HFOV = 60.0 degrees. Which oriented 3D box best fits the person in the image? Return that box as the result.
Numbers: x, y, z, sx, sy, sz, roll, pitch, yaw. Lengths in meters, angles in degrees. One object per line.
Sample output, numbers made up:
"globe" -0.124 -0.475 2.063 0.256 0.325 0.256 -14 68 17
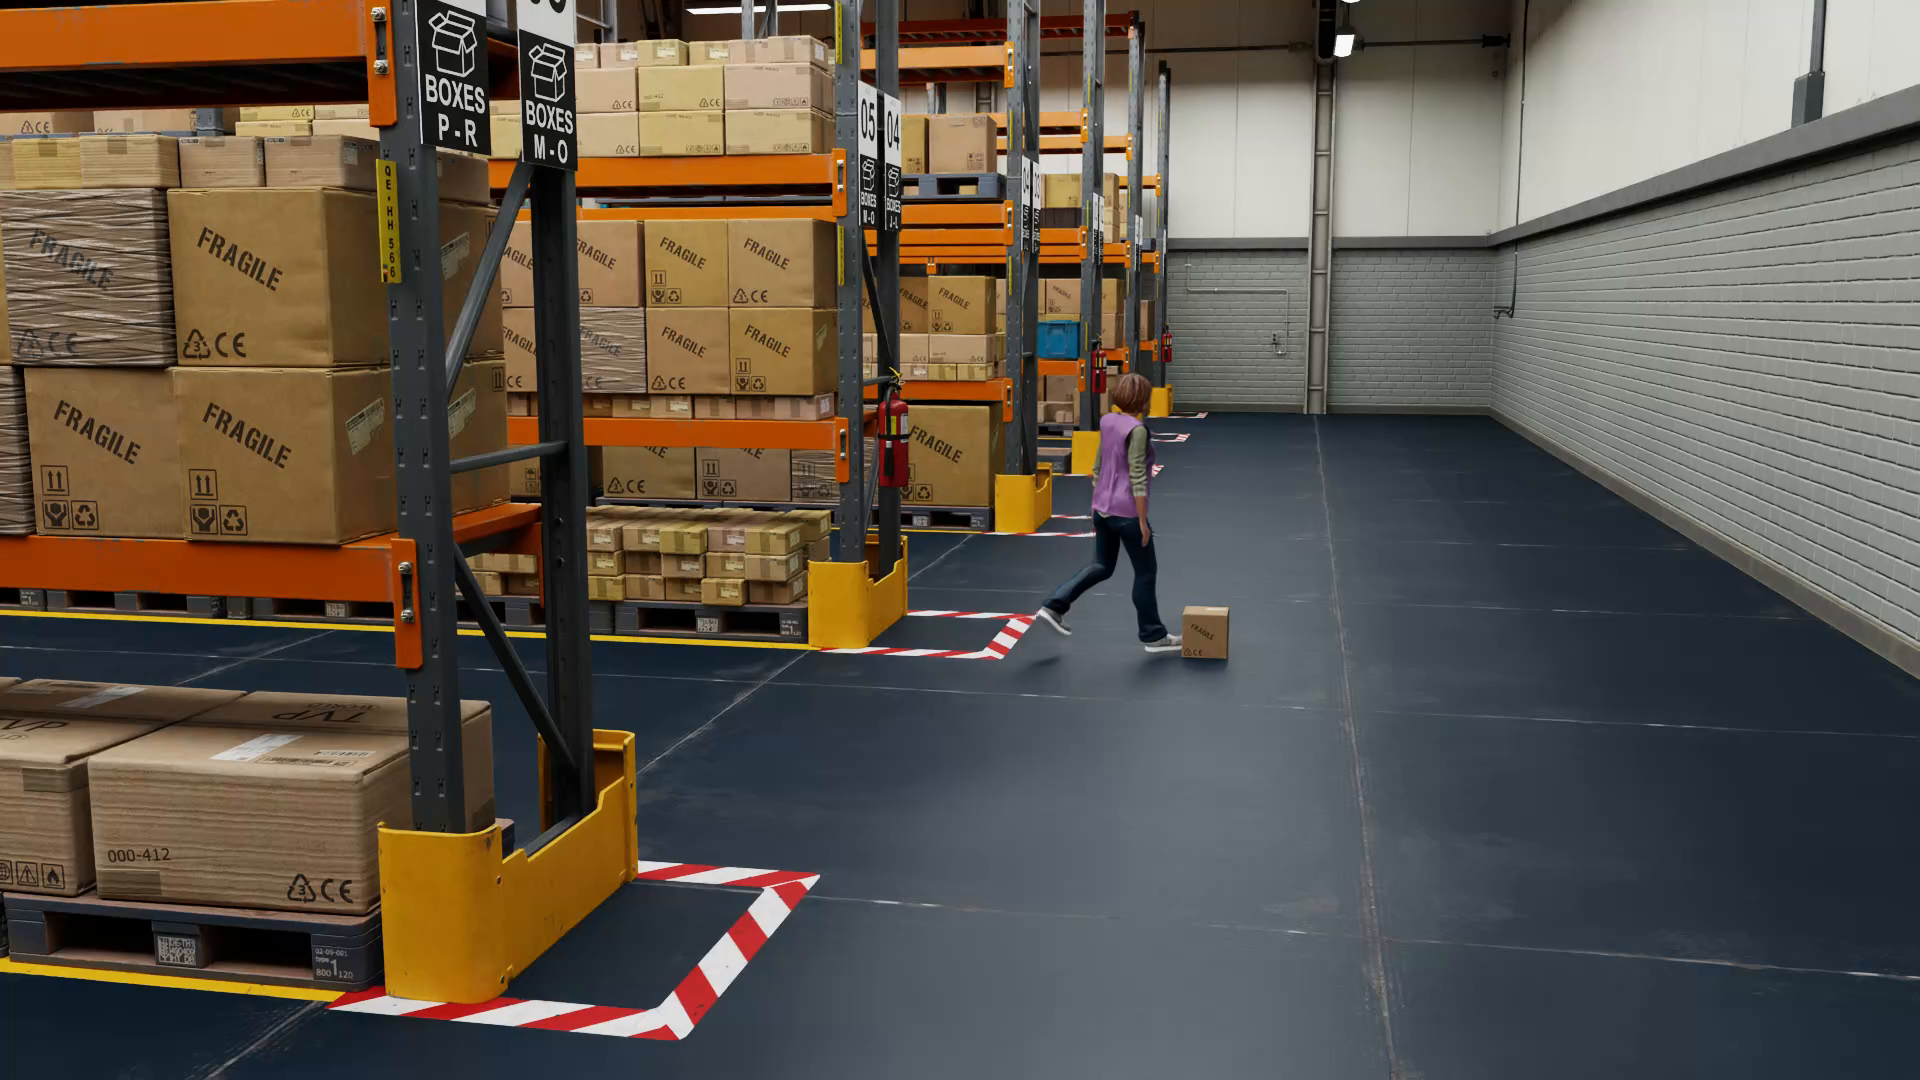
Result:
"person" 0.886 -0.149 9.313 0.836 1.570 0.481 -4 9 -23
